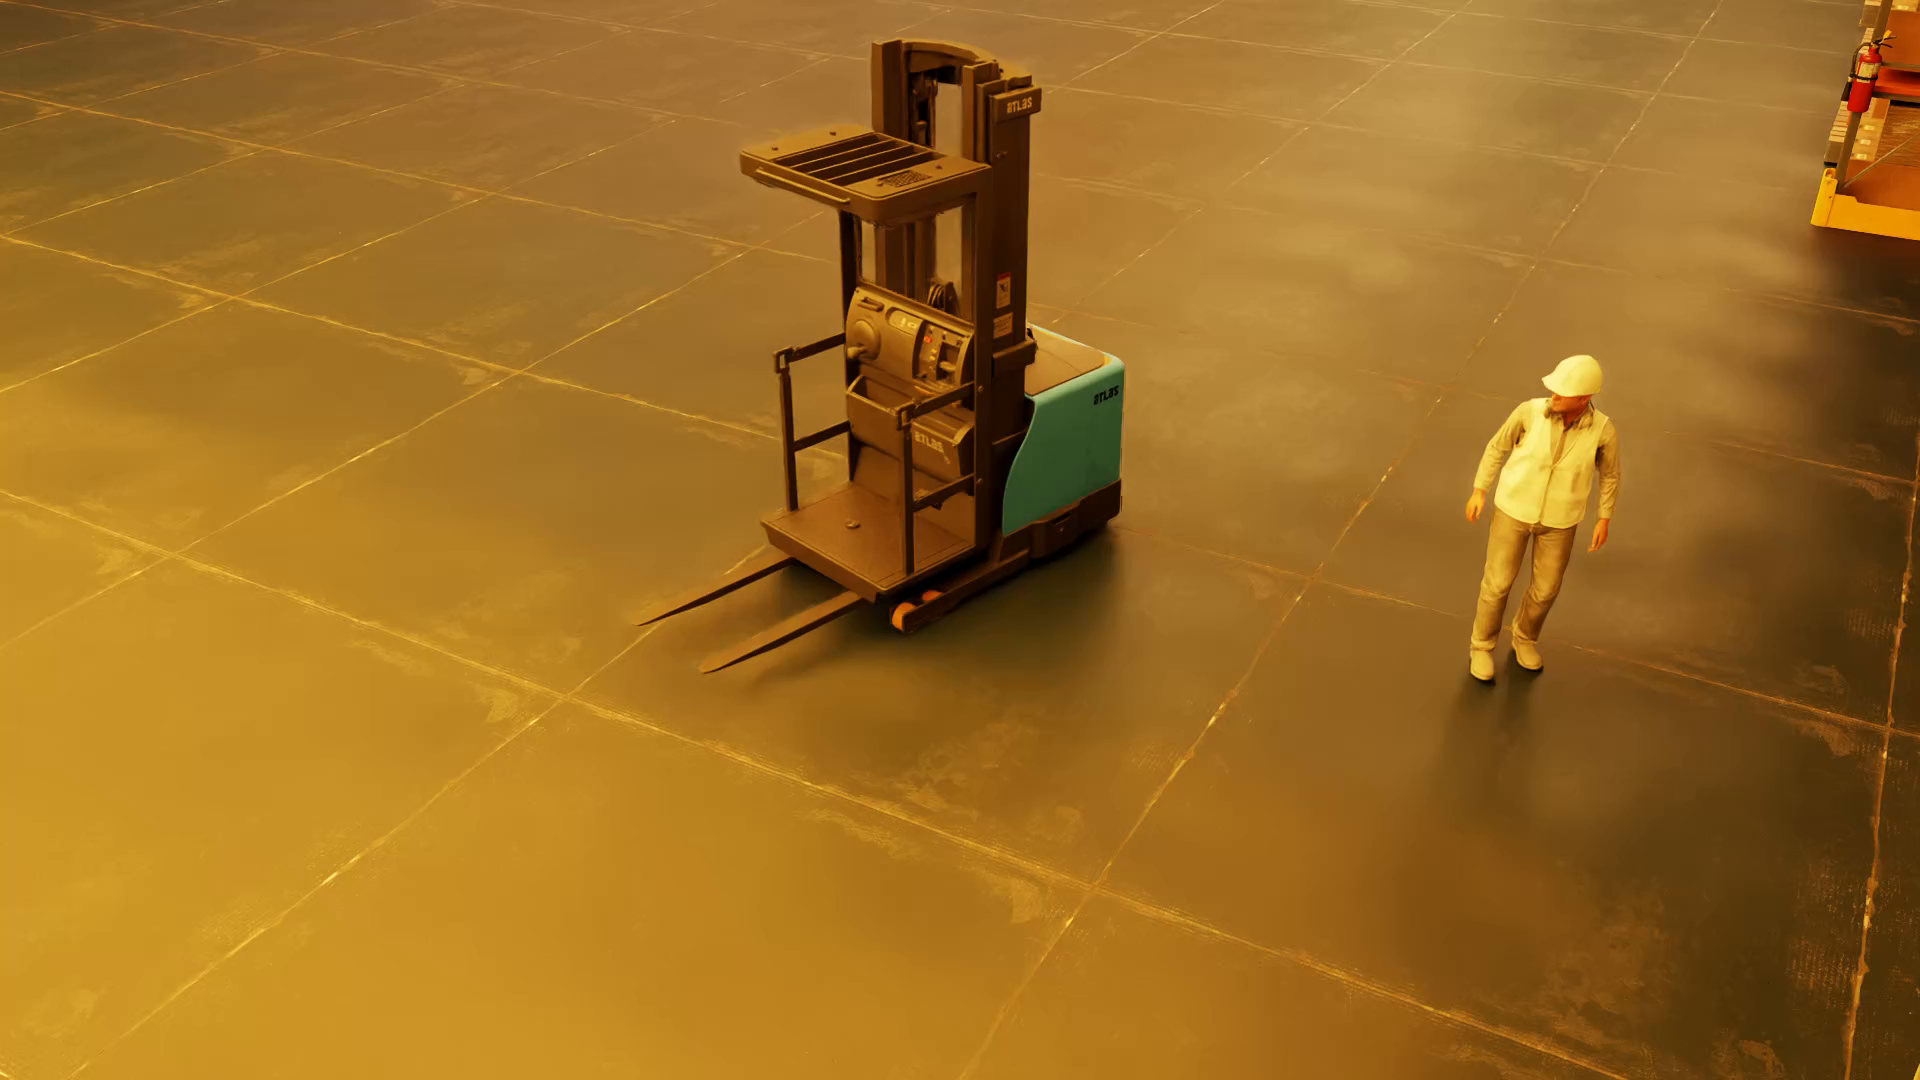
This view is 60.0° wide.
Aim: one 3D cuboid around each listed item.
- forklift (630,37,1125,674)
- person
[{"bbox_3d":[-0.433,-1.050,8.891,3.031,2.935,1.130,-26,39,-37],"label":"forklift"},{"bbox_3d":[2.939,-0.111,8.430,0.713,1.765,0.481,7,31,12],"label":"person"}]
